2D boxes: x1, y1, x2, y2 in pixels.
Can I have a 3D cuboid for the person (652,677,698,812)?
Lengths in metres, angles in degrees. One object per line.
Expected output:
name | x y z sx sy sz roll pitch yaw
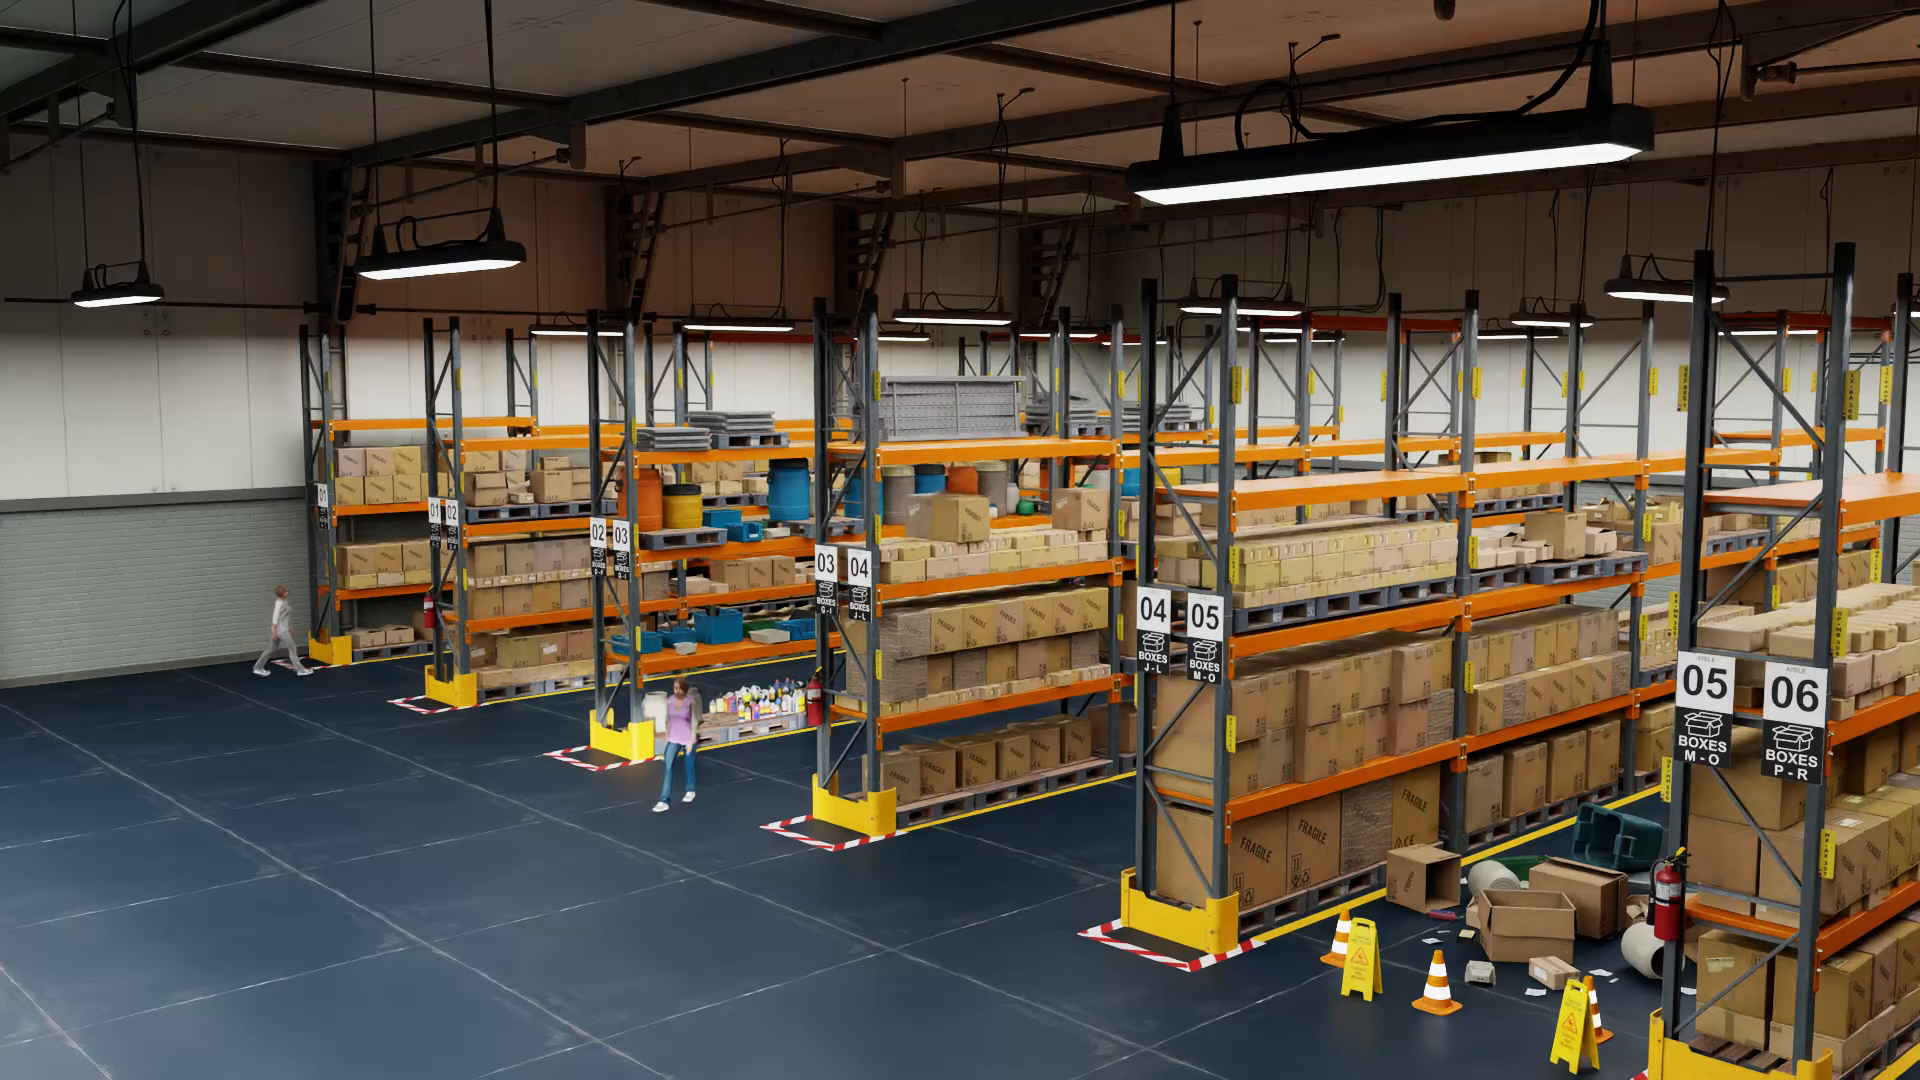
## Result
person | -3.322 2.391 19.643 0.466 1.554 0.914 0 6 2

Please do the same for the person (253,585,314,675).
person | -11.491 1.529 28.169 0.944 1.543 0.380 -3 7 -27

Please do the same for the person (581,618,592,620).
person | -6.601 1.278 30.031 0.683 1.749 0.650 5 8 43
